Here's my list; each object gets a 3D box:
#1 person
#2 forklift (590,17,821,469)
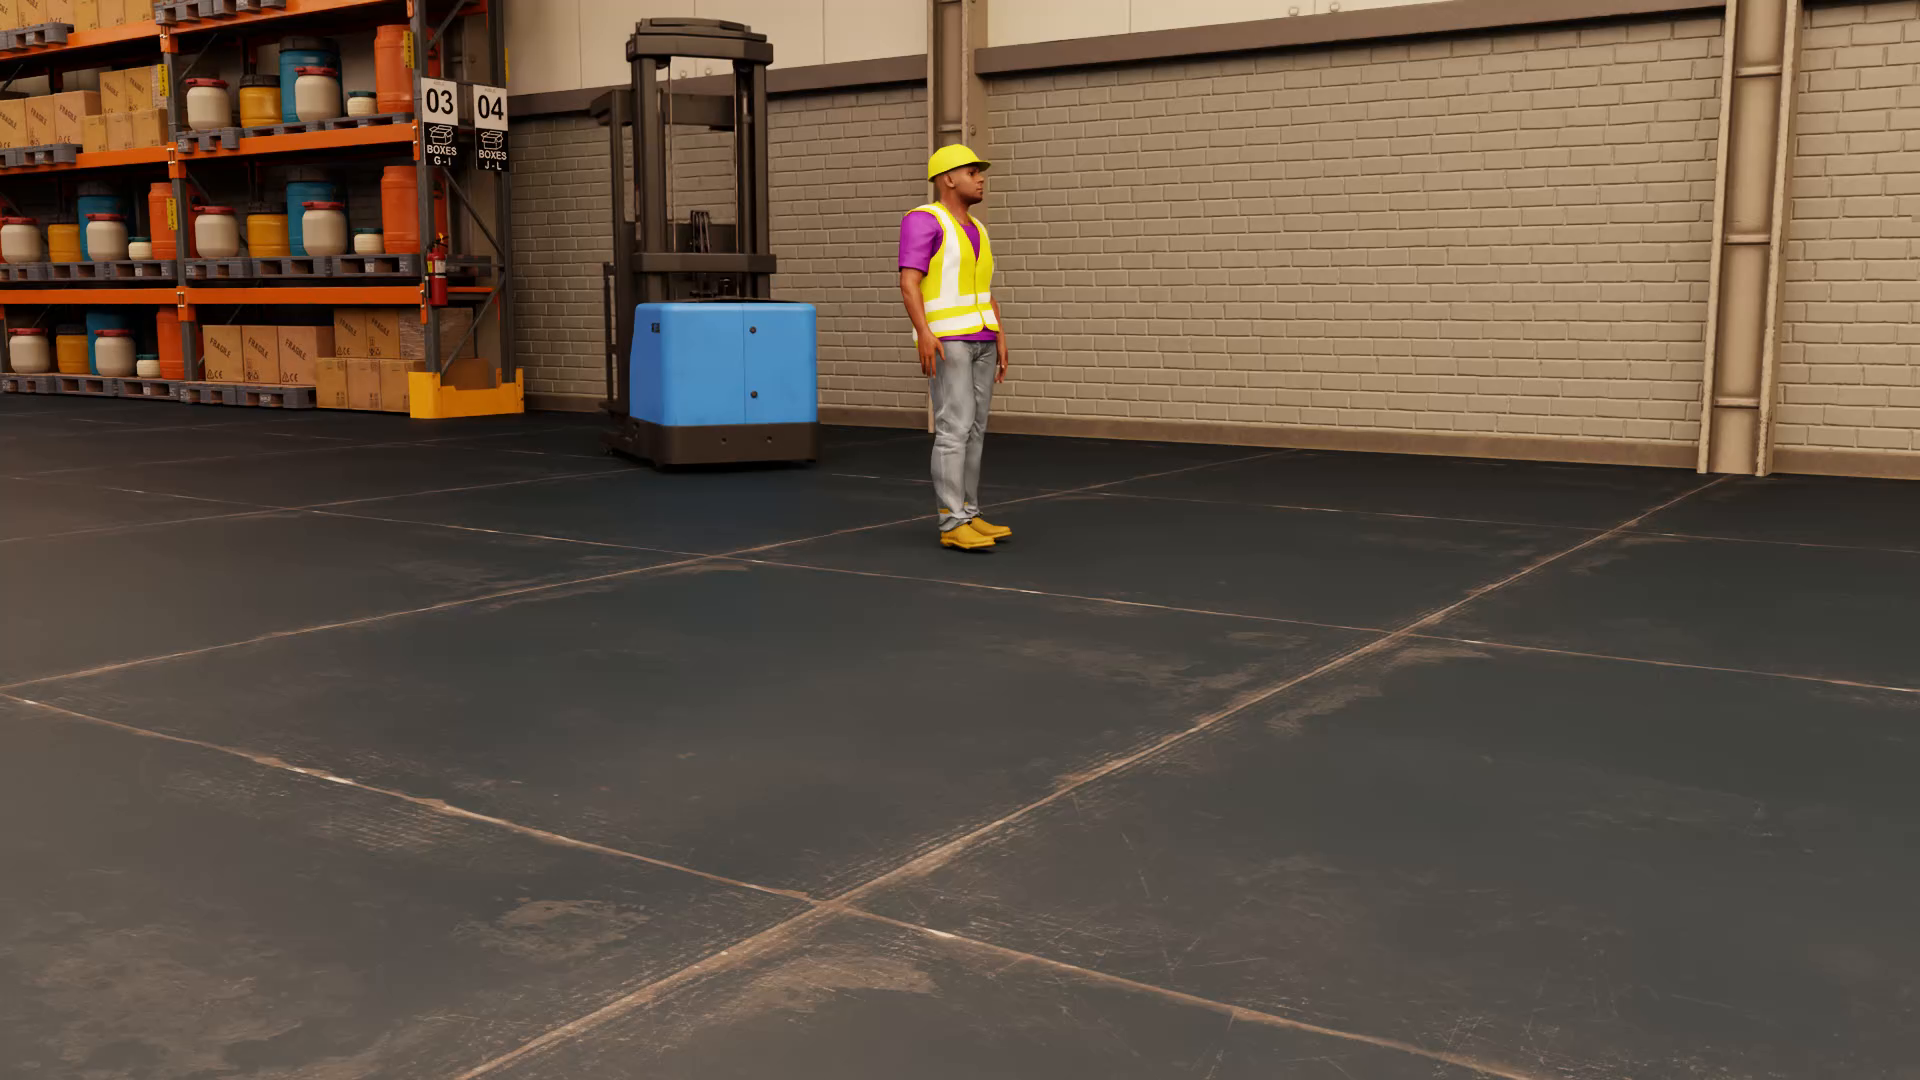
[{"bbox_3d":[0.055,-0.875,7.435,0.575,1.768,0.666,5,10,34],"label":"person"},{"bbox_3d":[-1.959,-2.074,11.777,1.130,2.935,3.031,-3,9,-23],"label":"forklift"}]
